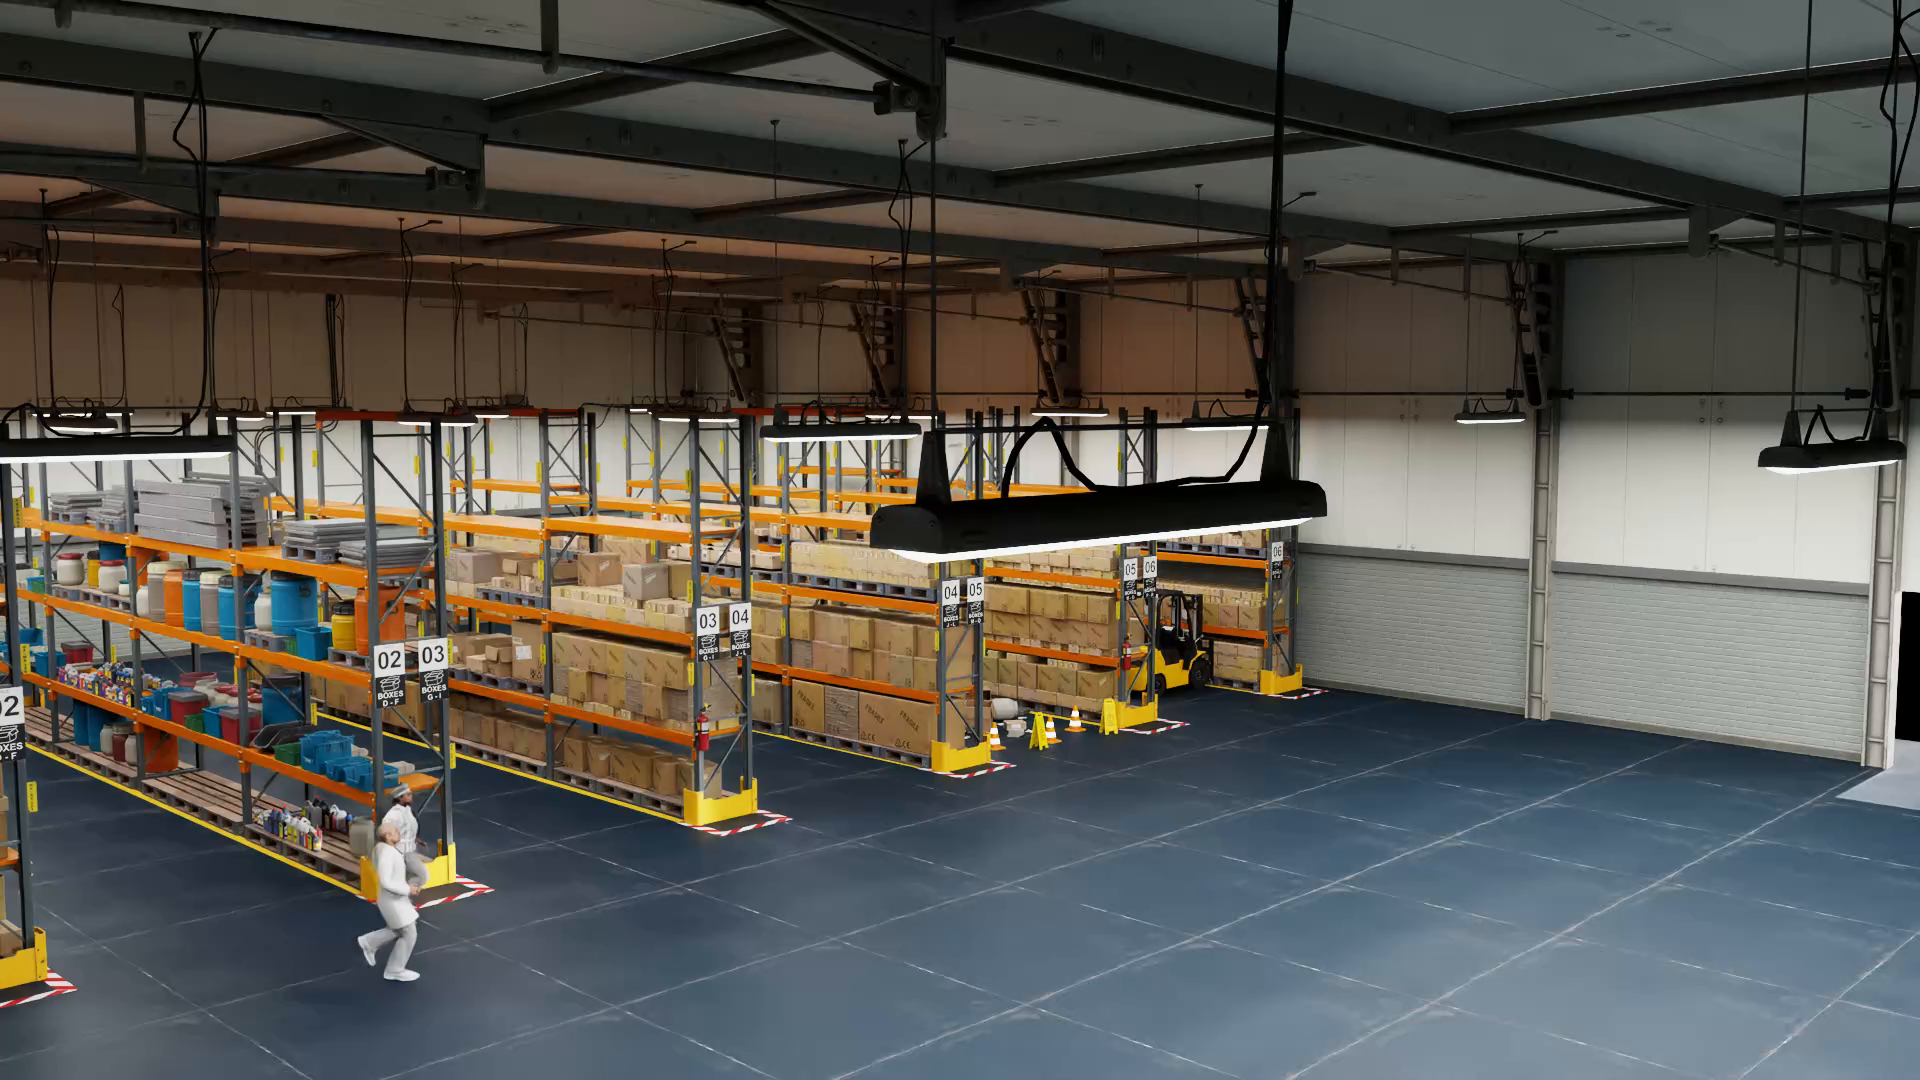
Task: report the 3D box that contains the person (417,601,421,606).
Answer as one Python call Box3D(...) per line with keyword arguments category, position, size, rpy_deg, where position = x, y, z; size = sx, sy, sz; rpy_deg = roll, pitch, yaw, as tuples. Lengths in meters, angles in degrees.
Box3D(category="person", position=(-12.399, 2.181, 38.042), size=(0.532, 1.562, 0.569), rpy_deg=(-3, 6, -29))

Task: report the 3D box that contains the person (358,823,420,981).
Box3D(category="person", position=(-6.114, 3.891, 17.893), size=(0.568, 1.736, 0.757), rpy_deg=(-2, 6, -24))

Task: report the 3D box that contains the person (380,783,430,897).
Box3D(category="person", position=(-6.629, 3.745, 19.983), size=(0.548, 1.624, 0.600), rpy_deg=(0, 5, -3))
